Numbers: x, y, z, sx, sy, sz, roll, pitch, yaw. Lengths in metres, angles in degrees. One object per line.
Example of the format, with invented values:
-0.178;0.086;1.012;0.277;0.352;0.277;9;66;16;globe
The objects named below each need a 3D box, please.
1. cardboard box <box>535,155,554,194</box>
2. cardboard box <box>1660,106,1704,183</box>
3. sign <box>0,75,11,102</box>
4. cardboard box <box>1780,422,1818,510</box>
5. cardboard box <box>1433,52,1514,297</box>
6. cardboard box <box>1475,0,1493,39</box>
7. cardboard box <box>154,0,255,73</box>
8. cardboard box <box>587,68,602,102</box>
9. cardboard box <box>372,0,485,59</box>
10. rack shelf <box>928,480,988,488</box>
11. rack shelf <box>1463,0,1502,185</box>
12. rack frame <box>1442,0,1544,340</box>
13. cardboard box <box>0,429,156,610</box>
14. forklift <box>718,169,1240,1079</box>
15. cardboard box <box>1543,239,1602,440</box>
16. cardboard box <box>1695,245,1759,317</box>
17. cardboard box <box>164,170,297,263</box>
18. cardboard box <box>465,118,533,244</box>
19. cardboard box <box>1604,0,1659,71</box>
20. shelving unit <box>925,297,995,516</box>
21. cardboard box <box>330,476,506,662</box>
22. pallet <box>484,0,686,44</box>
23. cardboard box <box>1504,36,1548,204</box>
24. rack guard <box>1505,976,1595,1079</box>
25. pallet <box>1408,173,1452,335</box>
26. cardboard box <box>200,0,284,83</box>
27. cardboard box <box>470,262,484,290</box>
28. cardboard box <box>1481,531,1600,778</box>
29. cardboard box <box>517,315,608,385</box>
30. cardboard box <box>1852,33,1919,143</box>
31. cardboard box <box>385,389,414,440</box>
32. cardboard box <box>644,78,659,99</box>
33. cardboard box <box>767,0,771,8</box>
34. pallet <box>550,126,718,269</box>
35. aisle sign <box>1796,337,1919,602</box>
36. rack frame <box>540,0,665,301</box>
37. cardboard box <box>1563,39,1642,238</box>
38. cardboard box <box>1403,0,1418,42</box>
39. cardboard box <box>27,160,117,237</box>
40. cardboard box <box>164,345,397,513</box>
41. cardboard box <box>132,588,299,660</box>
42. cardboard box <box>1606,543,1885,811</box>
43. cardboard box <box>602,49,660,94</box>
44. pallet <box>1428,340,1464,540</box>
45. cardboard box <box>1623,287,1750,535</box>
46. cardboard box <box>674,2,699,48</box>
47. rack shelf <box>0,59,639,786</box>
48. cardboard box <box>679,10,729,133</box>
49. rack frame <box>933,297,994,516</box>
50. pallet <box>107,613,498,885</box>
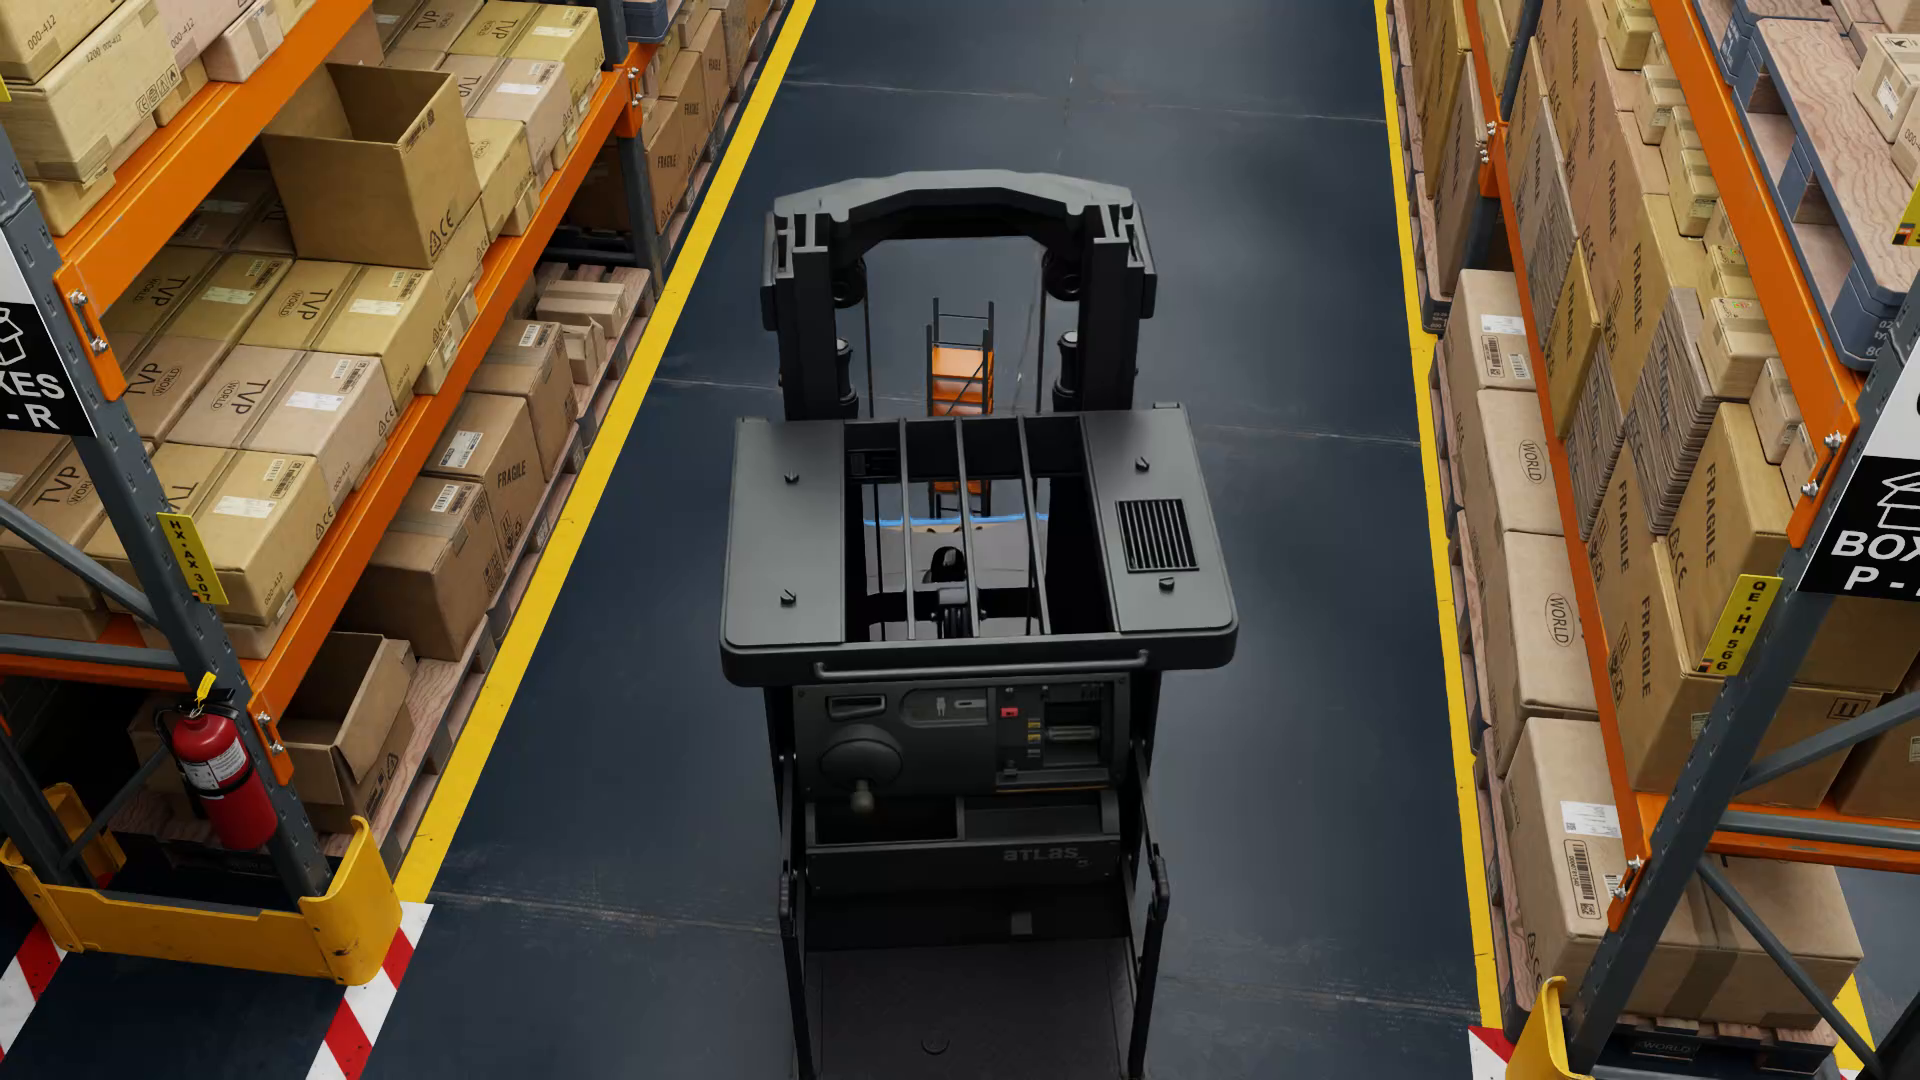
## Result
-1.920;-1.542;6.901;0.380;0.149;0.250;6;44;7;cardboard box
2.365;-1.183;5.068;0.380;0.149;0.250;7;44;7;cardboard box
-2.034;-1.040;3.371;0.100;0.325;0.005;5;44;6;sign
2.198;-0.131;3.957;0.380;0.149;0.250;6;44;6;cardboard box
2.880;-1.770;8.200;0.875;0.875;0.875;6;44;7;cardboard box
2.756;-2.581;7.925;0.500;0.250;0.500;5;44;5;cardboard box
-2.195;-1.451;4.334;0.500;0.250;0.500;6;44;6;cardboard box
-1.835;-2.077;7.467;0.380;0.149;0.250;6;44;6;cardboard box
-2.376;-2.149;7.253;0.500;0.250;0.500;5;44;5;cardboard box
0.002;-0.326;6.983;0.258;0.103;0.180;5;44;6;rack shelf
3.142;-3.061;8.847;1.077;0.370;4.000;5;44;6;rack shelf
2.878;-1.960;7.160;1.000;3.000;0.127;5;44;6;rack frame
-2.774;-0.073;5.061;0.500;0.250;0.500;6;44;7;cardboard box
0.021;0.642;4.463;1.130;2.935;3.031;-2;43;-2;forklift
2.345;-0.668;5.723;0.500;0.500;0.500;6;44;7;cardboard box
2.232;-0.658;4.514;0.380;0.149;0.250;6;44;6;cardboard box
-2.565;-1.118;6.164;0.500;0.250;0.500;5;44;5;cardboard box
-1.999;-1.411;6.474;0.500;0.250;0.500;5;44;5;cardboard box
2.411;-1.707;5.621;0.380;0.149;0.250;4;44;4;cardboard box
0.002;-0.446;6.870;0.258;1.200;0.189;5;44;6;shelving unit
-2.245;0.086;6.513;0.700;0.500;0.500;7;44;7;cardboard box
-1.829;-2.873;8.265;1.003;0.211;1.213;5;44;6;pallet
2.556;-1.700;6.813;0.500;0.500;0.500;7;44;7;cardboard box
2.346;1.690;5.123;1.175;0.500;0.348;5;44;6;rack guard
2.905;-1.480;8.681;1.003;0.211;1.213;5;44;6;pallet
-2.105;-1.391;4.561;0.380;0.149;0.250;6;44;6;cardboard box
-2.056;-1.027;6.358;0.380;0.149;0.250;5;44;5;cardboard box
2.450;0.461;6.162;0.875;0.438;0.875;6;44;7;cardboard box
-1.873;-0.918;7.743;0.396;0.266;0.258;7;44;7;cardboard box
2.295;-1.028;3.799;0.380;0.149;0.250;2;43;2;cardboard box
-2.145;-0.498;5.799;0.380;0.149;0.250;6;44;6;cardboard box
-1.772;-2.305;8.565;0.380;0.149;0.250;4;44;4;cardboard box
-1.433;-3.731;10.544;0.500;0.500;0.500;5;44;5;cardboard box
-1.973;-1.953;9.182;1.003;0.211;1.213;5;44;6;pallet
2.032;-0.157;3.365;0.394;0.787;0.004;5;44;6;aisle sign
-2.043;-2.408;7.634;1.000;3.000;0.127;5;44;6;rack frame
2.423;-1.365;5.732;0.500;0.500;0.500;6;44;6;cardboard box
3.233;-3.603;10.136;0.875;0.875;0.875;5;44;5;cardboard box
-2.299;-0.876;4.017;0.380;0.149;0.250;6;44;6;cardboard box
-2.178;-0.364;5.368;0.500;0.250;0.500;6;44;6;cardboard box
-2.256;0.210;5.052;0.380;0.149;0.250;5;44;5;cardboard box
2.150;0.377;4.619;0.500;0.500;0.500;5;44;6;cardboard box
-1.745;-2.398;8.448;0.380;0.149;0.250;3;44;3;cardboard box
2.700;-0.436;7.579;1.003;0.211;1.213;5;44;6;pallet
2.217;-0.342;4.652;0.500;0.500;0.500;5;44;6;cardboard box
-1.656;-2.836;9.126;0.380;0.149;0.250;5;44;5;cardboard box
-2.307;-0.784;6.442;1.077;0.370;4.000;5;44;6;rack shelf
-1.625;-2.666;9.419;0.500;0.500;0.500;4;44;4;cardboard box
0.014;-0.508;6.936;0.240;1.200;0.006;5;44;6;rack frame
-2.457;0.735;6.342;1.003;0.211;1.213;5;44;6;pallet
